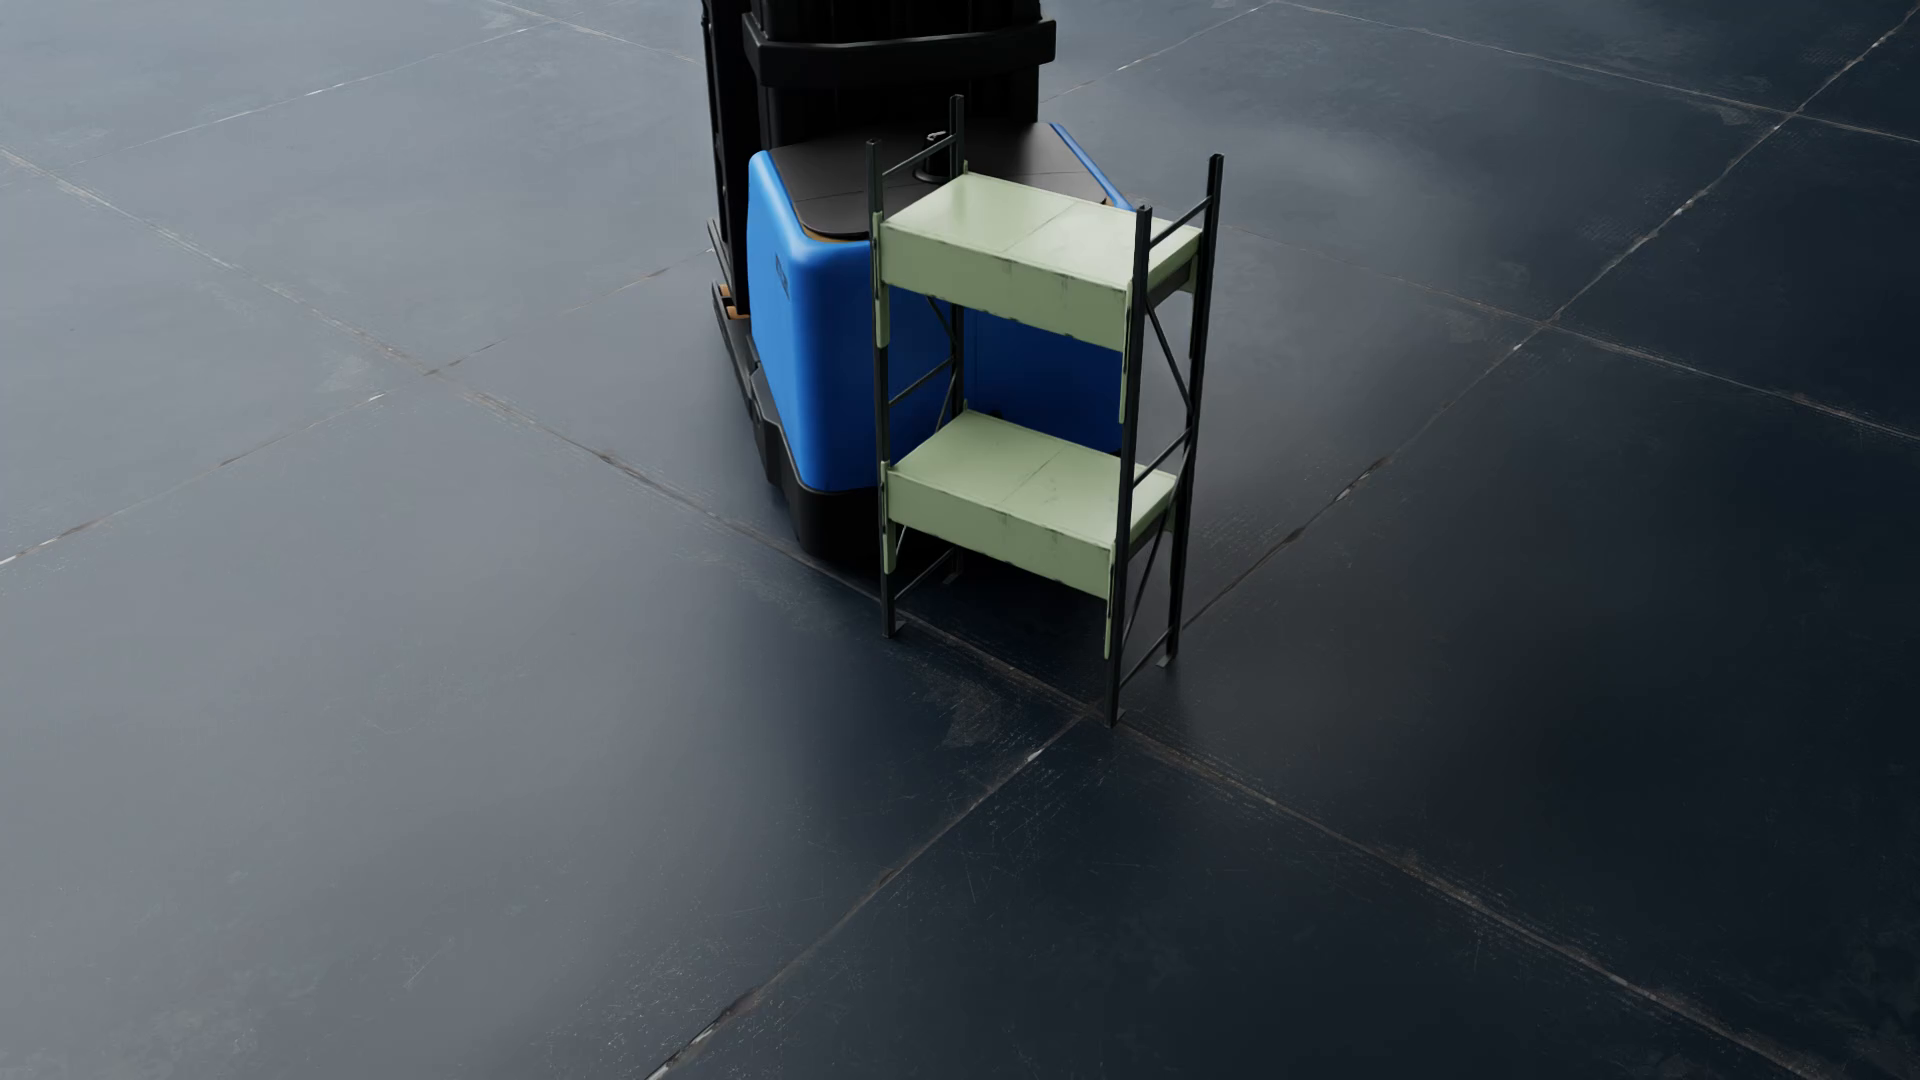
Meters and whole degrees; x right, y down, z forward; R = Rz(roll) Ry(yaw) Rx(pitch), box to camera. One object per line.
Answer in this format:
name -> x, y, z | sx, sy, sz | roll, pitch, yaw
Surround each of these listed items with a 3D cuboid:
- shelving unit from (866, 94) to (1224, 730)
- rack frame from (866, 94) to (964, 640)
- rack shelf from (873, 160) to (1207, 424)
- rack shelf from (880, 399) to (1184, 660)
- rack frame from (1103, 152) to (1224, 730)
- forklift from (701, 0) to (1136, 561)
shelving unit -> 0.200, -0.314, 4.383 | 0.755, 1.500, 0.431 | 20, 39, 27
rack frame -> -0.108, -0.427, 4.547 | 0.023, 1.500, 0.400 | 20, 39, 27
rack shelf -> 0.200, -0.636, 4.162 | 0.720, 0.370, 0.431 | 20, 39, 27
rack shelf -> 0.200, -0.046, 4.567 | 0.720, 0.370, 0.431 | 20, 39, 27
rack frame -> 0.507, -0.202, 4.219 | 0.023, 1.500, 0.400 | 20, 39, 27
forklift -> -0.335, -1.976, 5.538 | 1.130, 2.935, 3.031 | -8, 35, -12
